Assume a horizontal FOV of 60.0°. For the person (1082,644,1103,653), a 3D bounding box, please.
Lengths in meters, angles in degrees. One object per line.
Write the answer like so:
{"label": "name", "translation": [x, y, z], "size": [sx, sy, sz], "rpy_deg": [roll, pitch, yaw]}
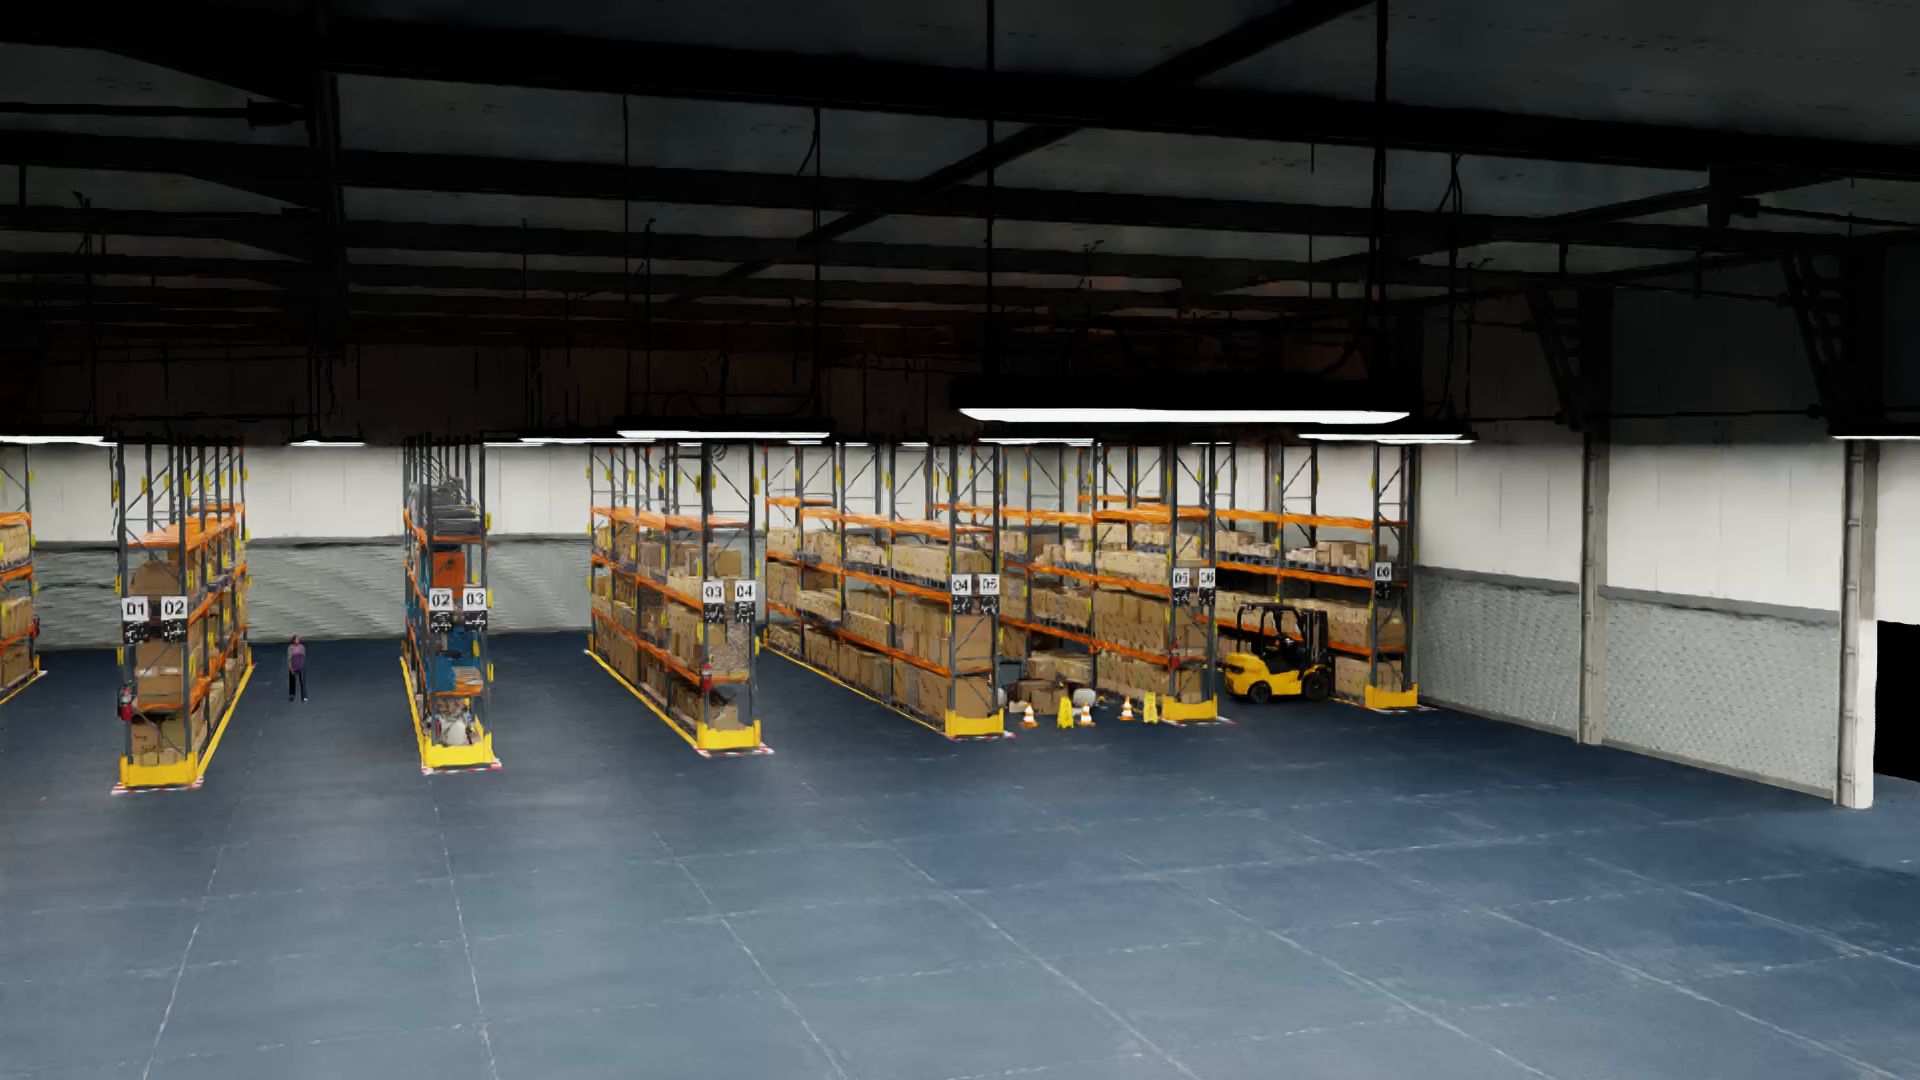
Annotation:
{"label": "person", "translation": [3.713, 2.258, 46.520], "size": [0.591, 1.744, 0.668], "rpy_deg": [0, 3, 3]}

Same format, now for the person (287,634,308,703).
{"label": "person", "translation": [-14.906, 2.871, 37.361], "size": [0.412, 1.533, 0.955], "rpy_deg": [-2, 4, -28]}

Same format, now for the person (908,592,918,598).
{"label": "person", "translation": [-1.445, 2.138, 48.242], "size": [0.515, 1.785, 0.752], "rpy_deg": [-1, 3, -23]}
